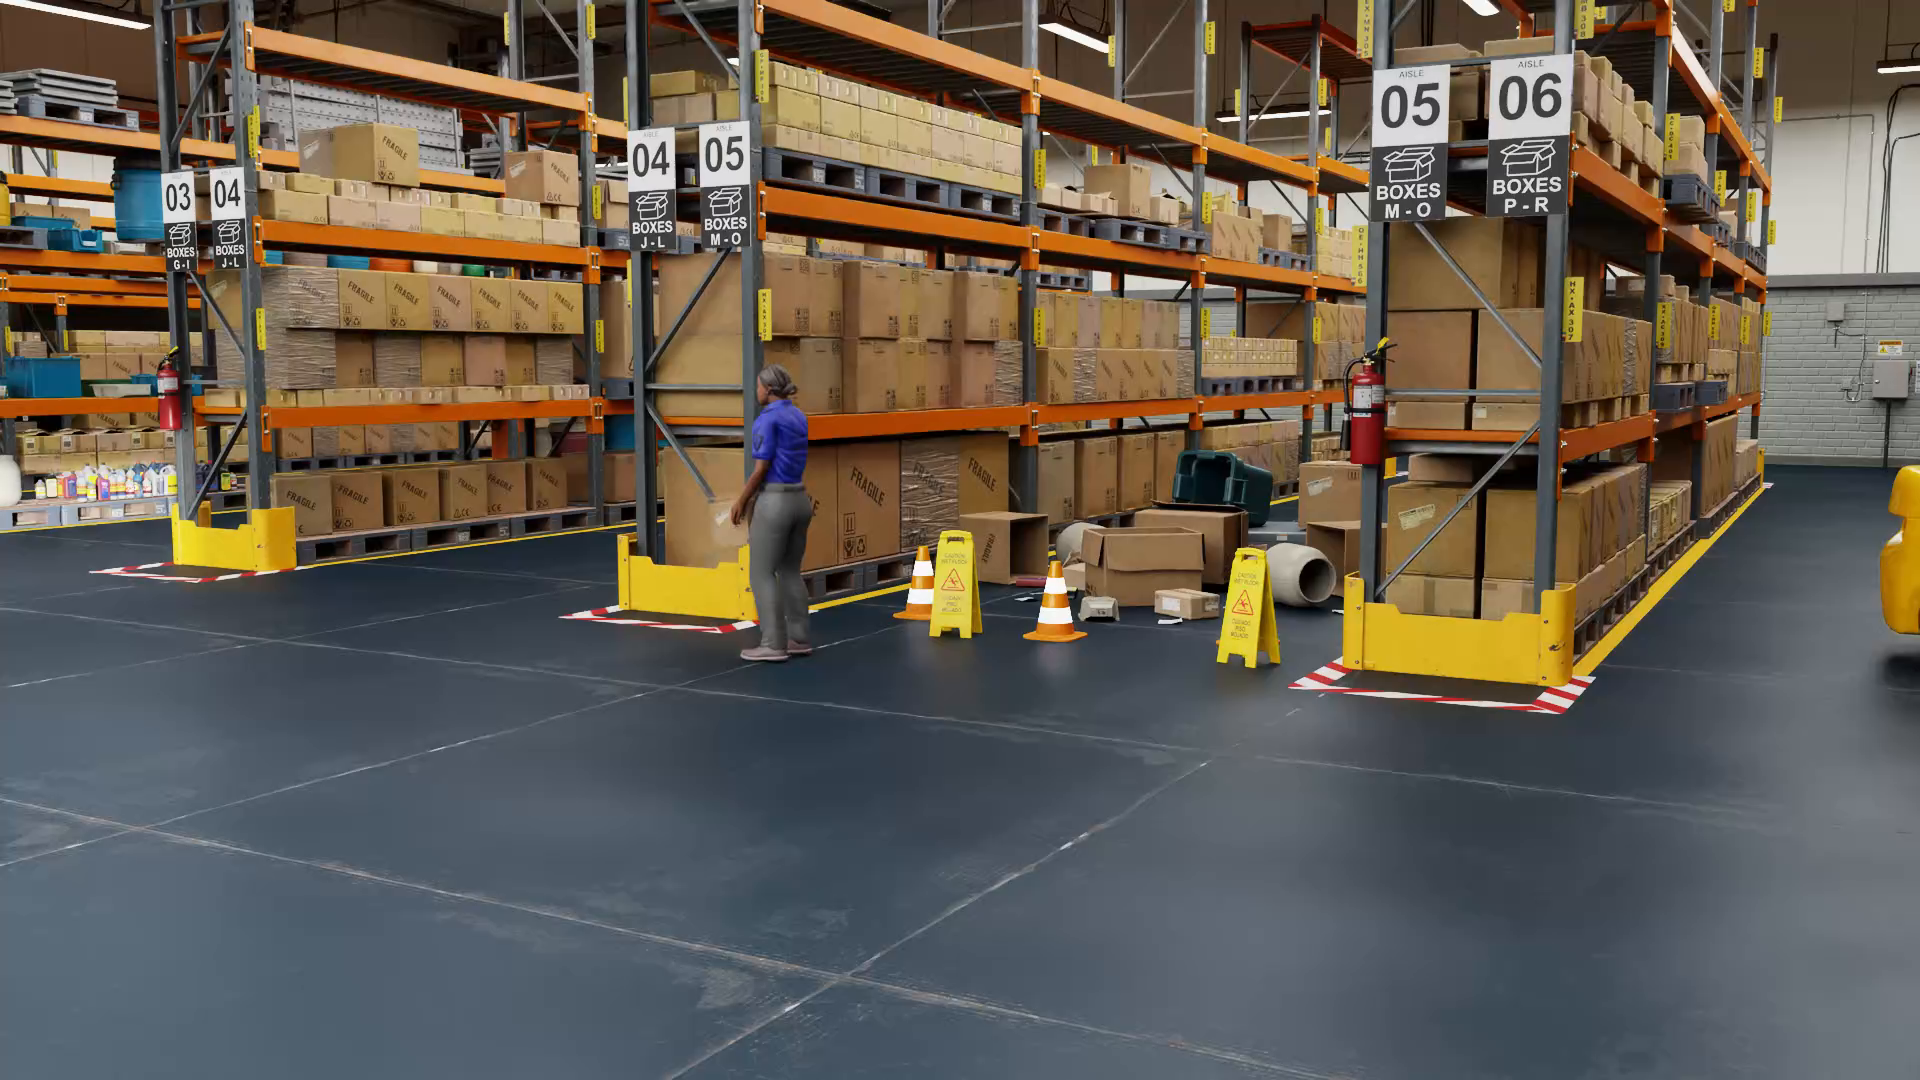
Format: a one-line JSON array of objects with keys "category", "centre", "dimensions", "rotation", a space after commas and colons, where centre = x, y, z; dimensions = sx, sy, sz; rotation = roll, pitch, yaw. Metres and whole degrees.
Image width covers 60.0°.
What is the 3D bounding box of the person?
[{"category": "person", "centre": [-1.051, -0.160, 9.362], "dimensions": [0.391, 1.662, 0.481], "rotation": [3, 7, 28]}]
